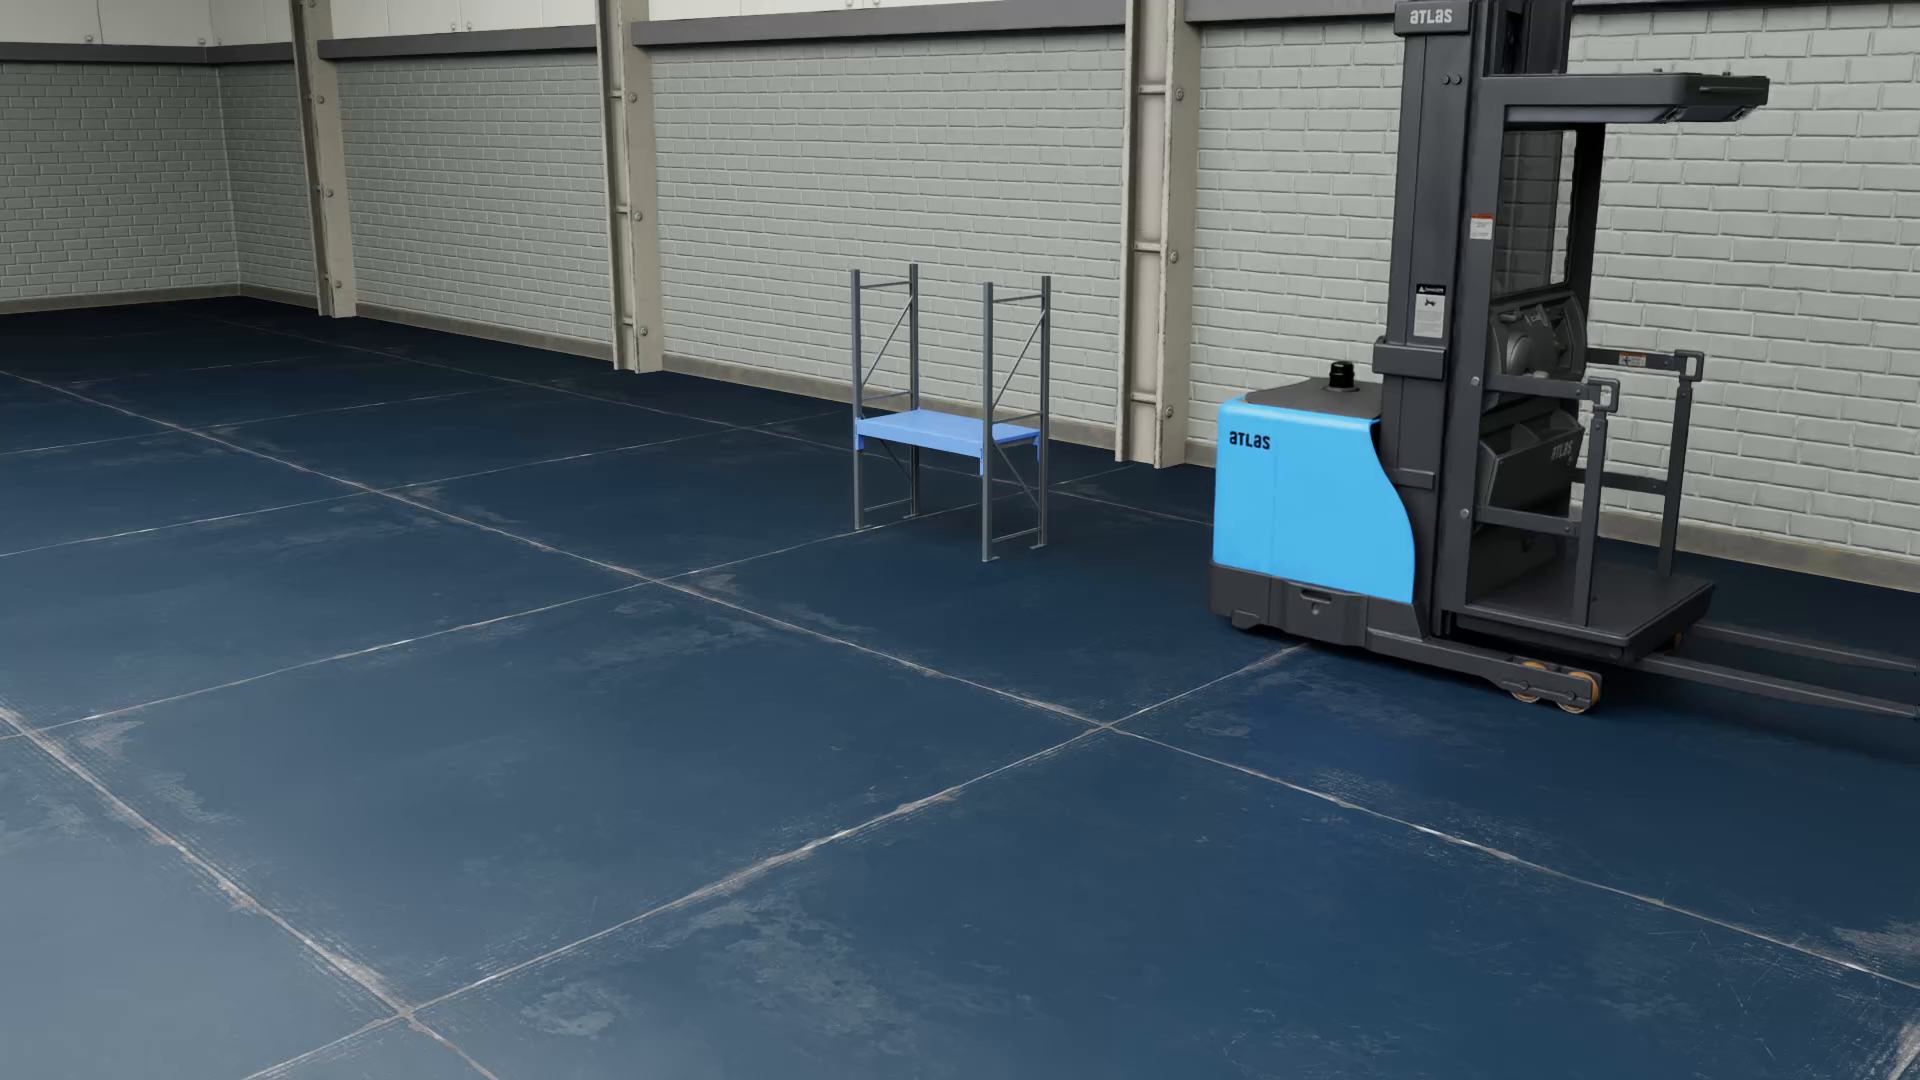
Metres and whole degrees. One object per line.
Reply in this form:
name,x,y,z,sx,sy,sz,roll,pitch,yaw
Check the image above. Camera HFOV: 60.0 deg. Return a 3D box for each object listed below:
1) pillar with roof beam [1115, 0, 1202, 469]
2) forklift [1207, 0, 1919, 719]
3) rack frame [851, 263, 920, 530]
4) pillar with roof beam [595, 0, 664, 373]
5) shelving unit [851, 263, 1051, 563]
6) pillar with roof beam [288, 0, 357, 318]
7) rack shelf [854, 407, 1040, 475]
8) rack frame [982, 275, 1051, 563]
pillar with roof beam,-1.666,-4.119,7.393,0.400,9.000,9.100,14,20,42
forklift,2.616,-0.865,6.940,3.031,2.935,1.130,12,19,39
rack frame,-0.427,-0.830,9.642,0.032,1.500,0.500,14,20,42
pillar with roof beam,-5.985,-5.169,11.423,0.400,9.000,9.100,14,20,42
shelving unit,-0.061,-0.741,9.300,1.048,1.500,0.538,14,20,42
pillar with roof beam,-10.304,-6.219,15.453,0.400,9.000,9.100,14,20,42
rack shelf,-0.061,-0.567,9.346,1.000,0.185,0.538,14,20,42
rack frame,0.305,-0.652,8.959,0.032,1.500,0.500,14,20,42
